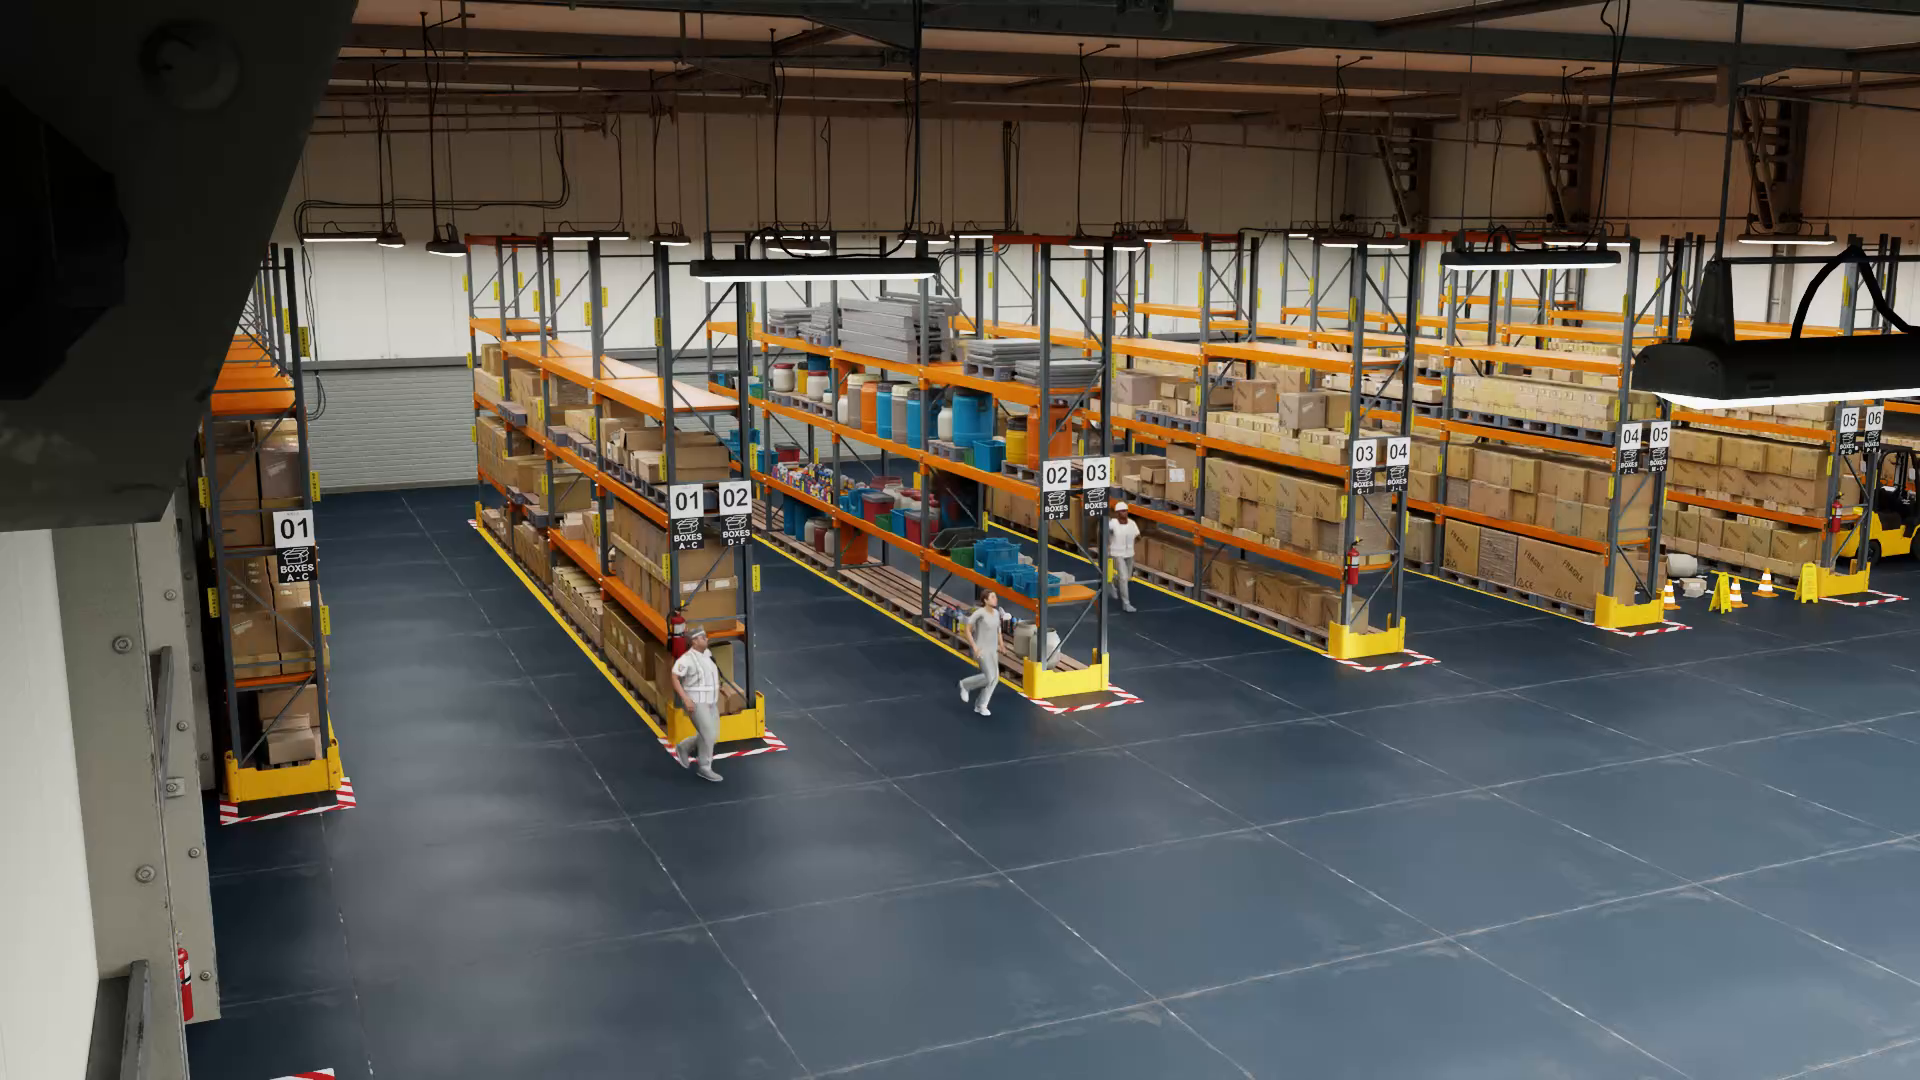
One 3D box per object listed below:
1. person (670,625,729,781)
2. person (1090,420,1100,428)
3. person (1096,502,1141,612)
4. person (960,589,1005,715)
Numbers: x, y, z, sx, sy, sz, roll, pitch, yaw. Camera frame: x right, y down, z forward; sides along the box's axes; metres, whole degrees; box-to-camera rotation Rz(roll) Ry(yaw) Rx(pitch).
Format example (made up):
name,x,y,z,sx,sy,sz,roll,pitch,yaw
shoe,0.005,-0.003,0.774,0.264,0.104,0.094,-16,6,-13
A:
name,x,y,z,sx,sy,sz,roll,pitch,yaw
person,-2.978,1.851,19.108,0.682,1.752,0.716,5,12,23
person,3.376,-2.524,41.581,0.771,1.735,0.751,-5,12,-25
person,2.641,0.248,27.164,0.710,1.747,0.968,-6,12,-28
person,0.347,1.420,21.597,0.556,1.595,0.594,10,15,42
